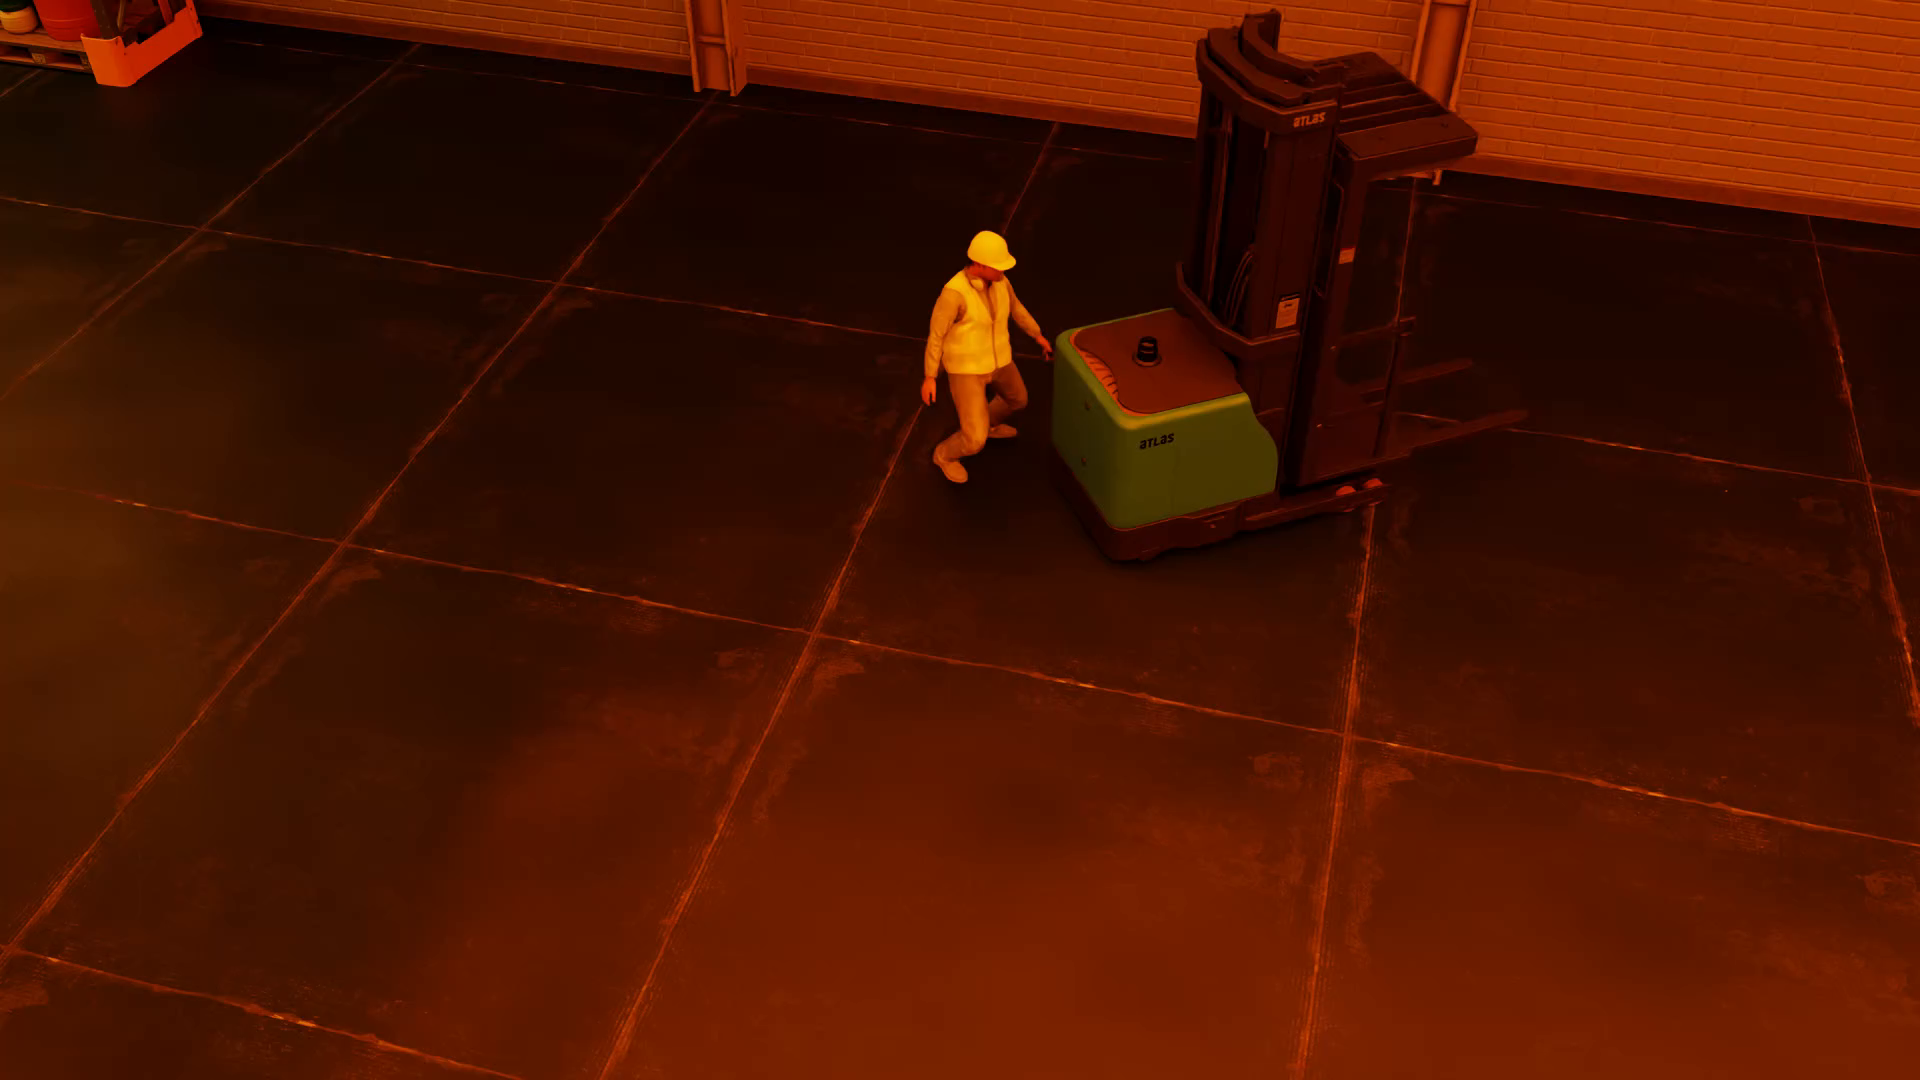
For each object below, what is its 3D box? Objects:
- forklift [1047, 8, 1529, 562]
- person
[{"bbox_3d":[2.121,-1.583,9.667,3.031,2.935,1.130,-14,43,-16],"label":"forklift"},{"bbox_3d":[0.145,-1.098,10.091,0.916,1.671,0.593,-31,50,-30],"label":"person"}]
